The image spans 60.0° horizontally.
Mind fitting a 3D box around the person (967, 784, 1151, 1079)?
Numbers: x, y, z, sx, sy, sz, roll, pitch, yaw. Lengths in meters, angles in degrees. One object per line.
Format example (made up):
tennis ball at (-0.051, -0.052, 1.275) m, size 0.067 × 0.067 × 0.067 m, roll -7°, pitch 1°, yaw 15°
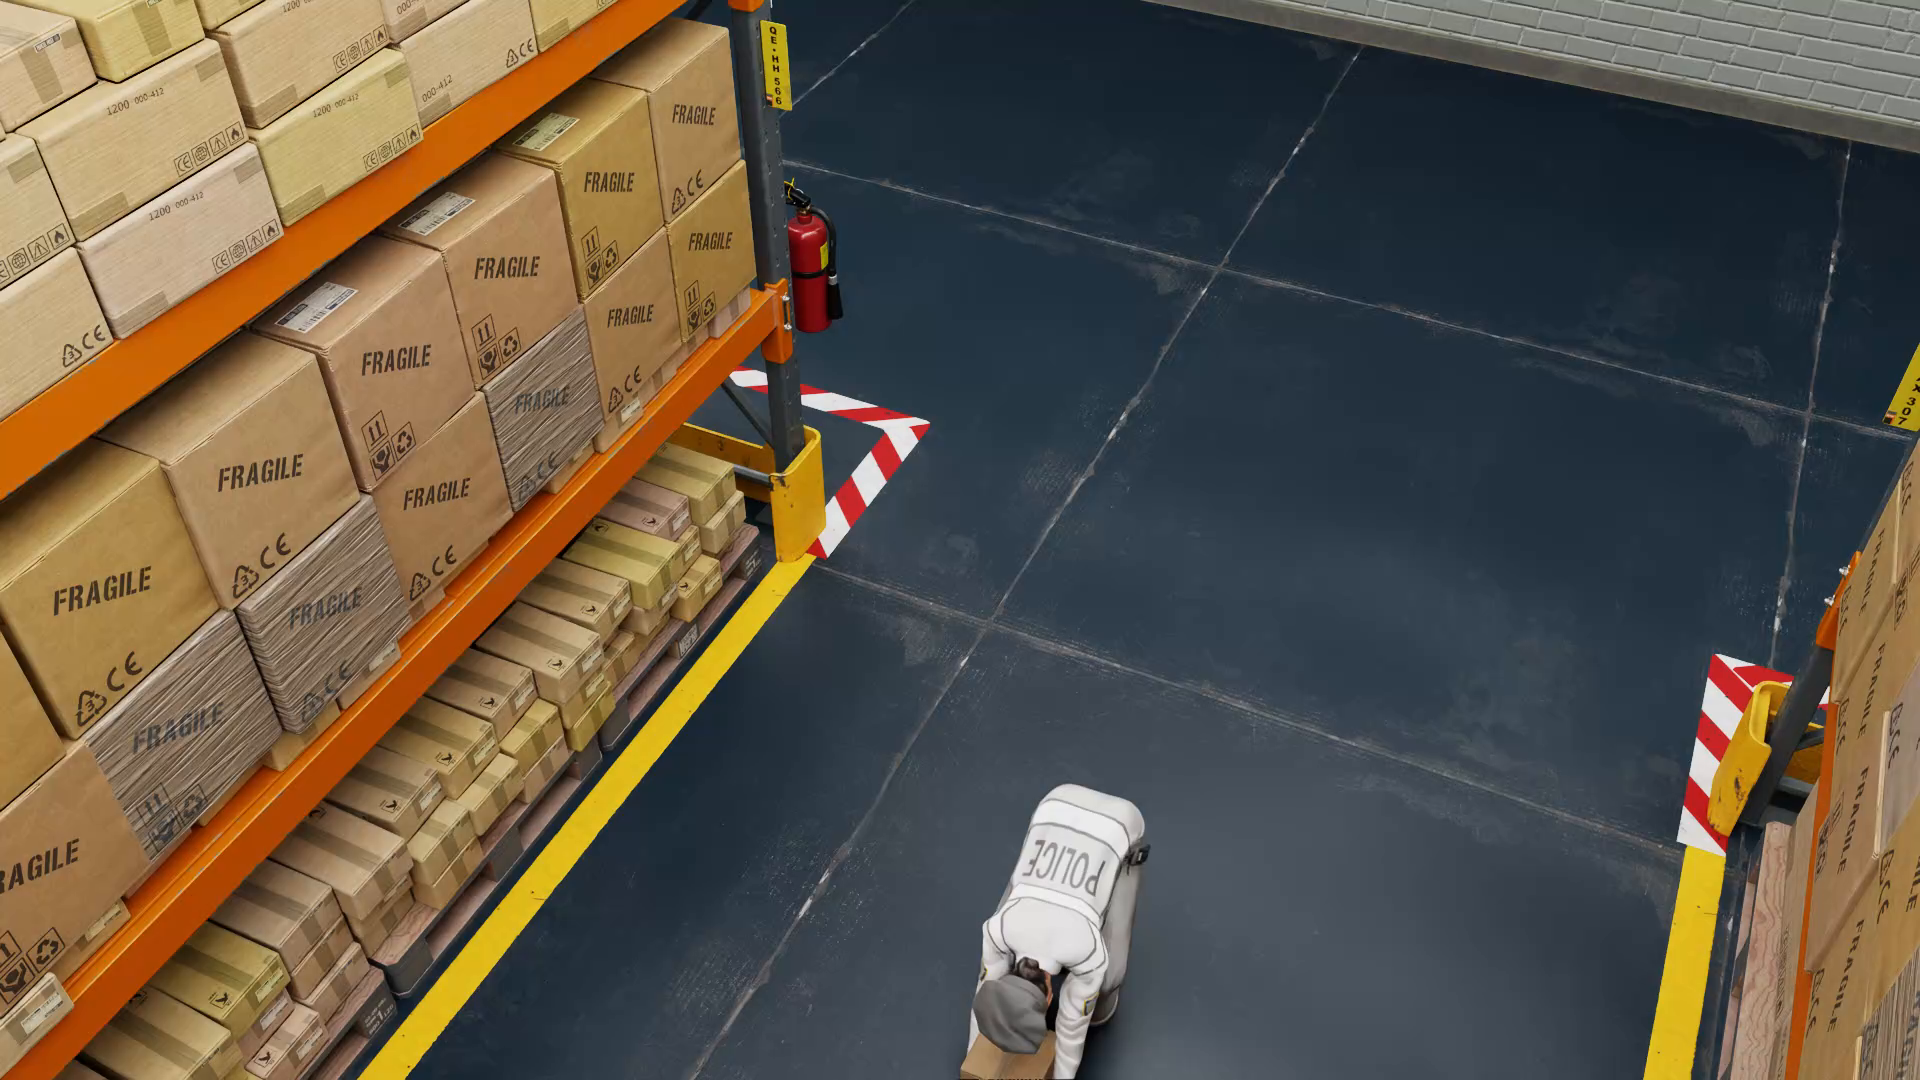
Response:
person at (0.311, 1.324, 5.355) m, size 0.469 × 0.822 × 0.898 m, roll 16°, pitch 45°, yaw 17°
